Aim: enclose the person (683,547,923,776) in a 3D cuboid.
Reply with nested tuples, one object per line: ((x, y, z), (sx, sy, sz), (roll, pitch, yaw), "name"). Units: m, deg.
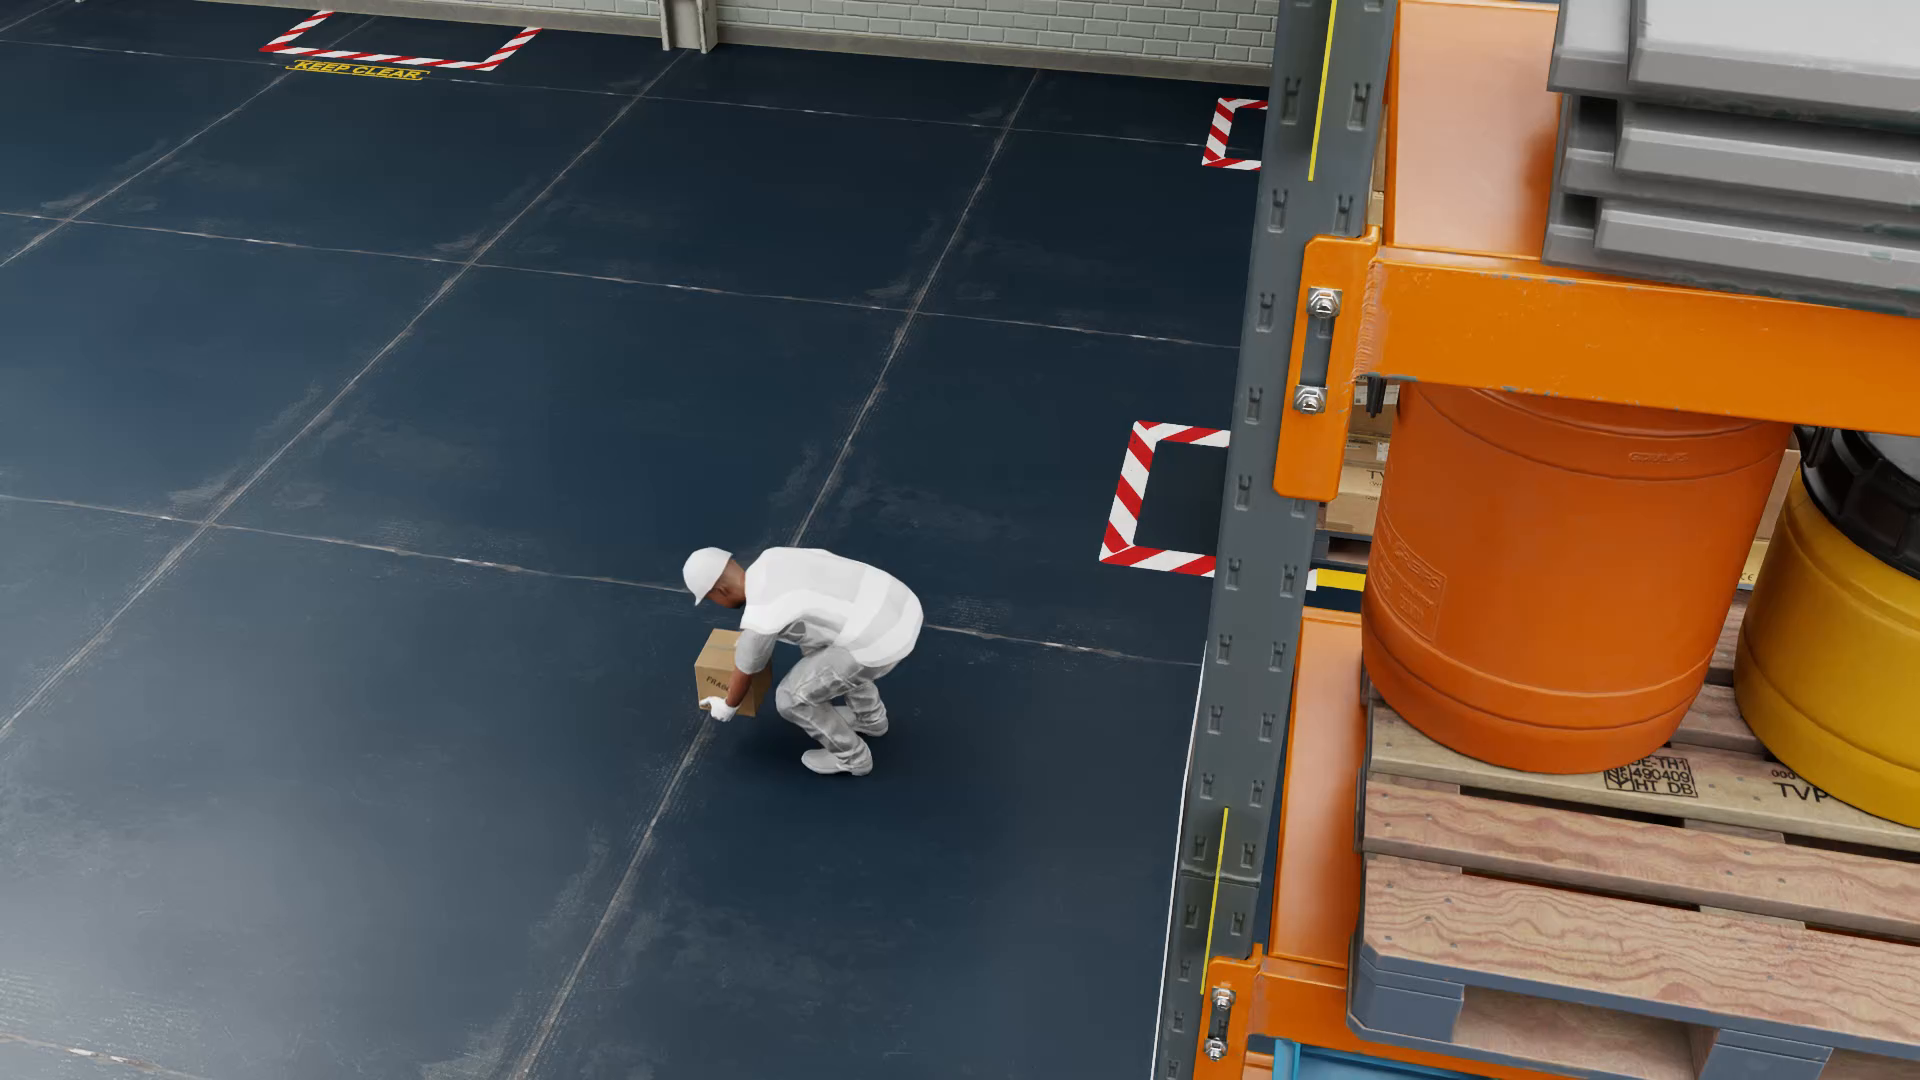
((-0.646, 0.485, 6.955), (0.970, 0.995, 0.549), (7, 37, 9), "person")
